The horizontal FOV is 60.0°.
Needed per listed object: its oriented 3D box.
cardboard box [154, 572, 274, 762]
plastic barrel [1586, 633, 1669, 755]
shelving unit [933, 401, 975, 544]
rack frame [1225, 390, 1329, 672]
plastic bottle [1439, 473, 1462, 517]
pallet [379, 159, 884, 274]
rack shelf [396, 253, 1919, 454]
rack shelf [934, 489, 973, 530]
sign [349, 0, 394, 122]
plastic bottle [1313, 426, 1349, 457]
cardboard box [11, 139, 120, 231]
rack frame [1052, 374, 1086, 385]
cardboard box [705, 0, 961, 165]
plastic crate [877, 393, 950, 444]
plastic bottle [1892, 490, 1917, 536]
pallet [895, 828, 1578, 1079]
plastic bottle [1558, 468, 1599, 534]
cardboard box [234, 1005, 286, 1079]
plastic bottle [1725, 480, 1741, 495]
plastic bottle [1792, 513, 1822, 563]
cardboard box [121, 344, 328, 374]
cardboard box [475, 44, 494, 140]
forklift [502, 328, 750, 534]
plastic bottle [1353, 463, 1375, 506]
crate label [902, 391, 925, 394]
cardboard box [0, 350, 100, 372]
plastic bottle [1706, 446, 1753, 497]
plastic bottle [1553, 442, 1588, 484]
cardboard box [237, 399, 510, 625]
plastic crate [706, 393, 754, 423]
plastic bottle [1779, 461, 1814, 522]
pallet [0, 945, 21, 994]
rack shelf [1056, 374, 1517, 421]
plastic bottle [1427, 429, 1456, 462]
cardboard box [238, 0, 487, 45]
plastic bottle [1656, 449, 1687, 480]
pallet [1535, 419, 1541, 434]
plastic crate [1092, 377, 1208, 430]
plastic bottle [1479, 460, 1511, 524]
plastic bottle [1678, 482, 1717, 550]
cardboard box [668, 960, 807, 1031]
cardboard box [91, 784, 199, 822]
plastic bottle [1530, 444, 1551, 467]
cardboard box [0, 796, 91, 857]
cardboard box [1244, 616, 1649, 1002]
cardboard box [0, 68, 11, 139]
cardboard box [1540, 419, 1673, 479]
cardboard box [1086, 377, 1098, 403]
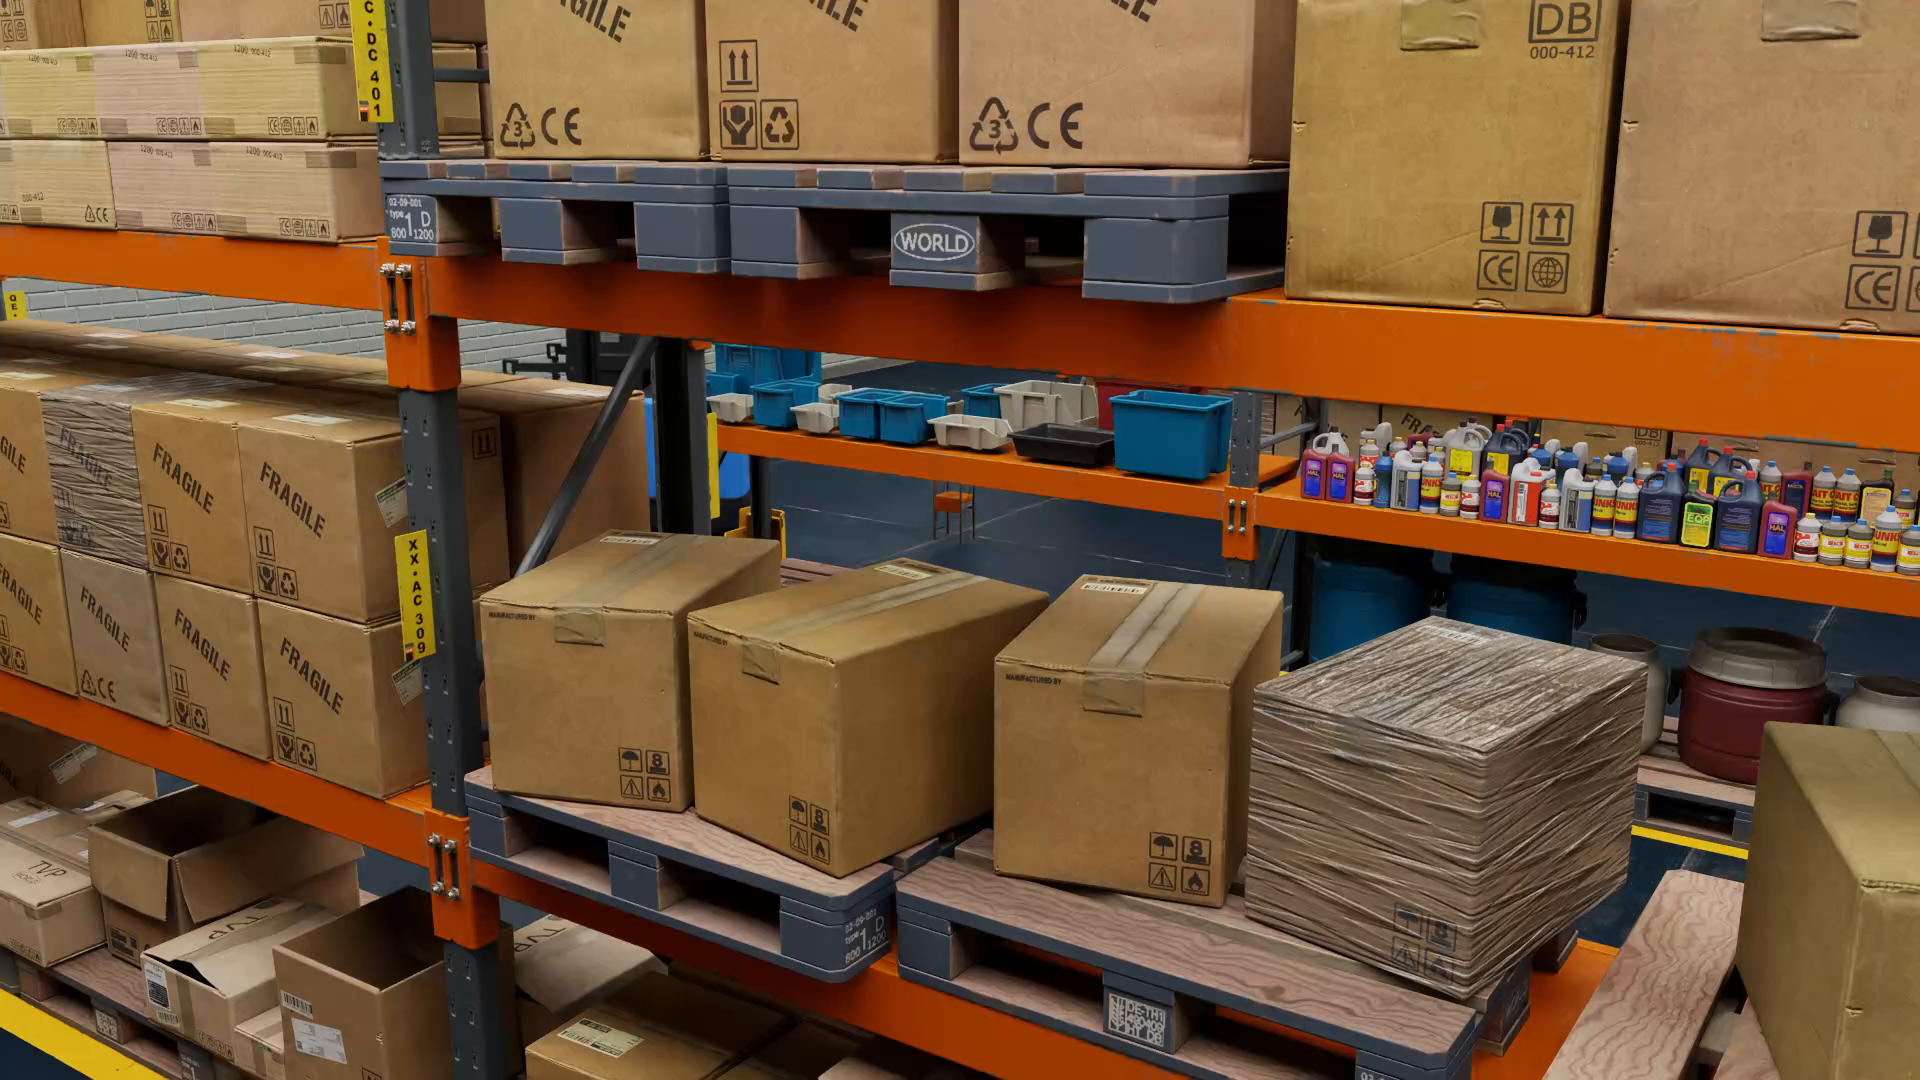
[{"bbox_3d":[-2.065,0.319,5.085,0.500,0.500,0.500,10,17,34],"label":"cardboard box"},{"bbox_3d":[3.137,0.734,7.921,0.421,0.512,0.421,0,14,0],"label":"plastic barrel"},{"bbox_3d":[-0.044,-0.517,12.726,0.252,1.050,0.215,9,17,33],"label":"shelving unit"},{"bbox_3d":[1.689,-0.535,8.742,0.127,3.000,1.000,9,17,33],"label":"rack frame"},{"bbox_3d":[2.326,-0.217,7.873,0.097,0.201,0.097,0,14,0],"label":"plastic bottle"},{"bbox_3d":[-0.577,-0.811,4.007,1.003,0.211,1.213,9,17,33],"label":"pallet"},{"bbox_3d":[0.581,-0.387,3.397,4.000,0.370,1.077,9,17,33],"label":"rack shelf"},{"bbox_3d":[-0.044,-0.237,12.795,0.240,0.259,0.215,9,17,33],"label":"rack shelf"},{"bbox_3d":[-1.375,-1.146,3.891,0.005,0.325,0.100,9,17,33],"label":"sign"},{"bbox_3d":[1.834,-0.394,8.275,0.185,0.351,0.144,9,17,33],"label":"plastic bottle"},{"bbox_3d":[-2.459,-1.078,5.005,0.500,0.250,0.500,9,17,33],"label":"cardboard box"},{"bbox_3d":[1.134,-2.059,14.899,0.127,3.000,1.000,9,17,33],"label":"rack frame"},{"bbox_3d":[-0.135,-1.138,3.644,0.600,0.600,0.600,9,16,32],"label":"cardboard box"},{"bbox_3d":[-0.268,-0.704,9.647,0.300,0.233,0.416,9,17,33],"label":"plastic crate"},{"bbox_3d":[4.254,-0.126,7.502,0.097,0.201,0.097,0,14,0],"label":"plastic bottle"},{"bbox_3d":[0.624,0.822,3.660,1.213,0.211,1.003,9,17,33],"label":"pallet"},{"bbox_3d":[2.821,-0.182,7.572,0.135,0.276,0.152,9,17,33],"label":"plastic bottle"},{"bbox_3d":[-2.054,1.564,5.279,0.250,0.149,0.380,9,17,33],"label":"cardboard box"},{"bbox_3d":[3.413,-0.118,7.300,0.133,0.283,0.061,9,17,33],"label":"plastic bottle"},{"bbox_3d":[3.592,-0.013,7.046,0.097,0.201,0.097,0,14,0],"label":"plastic bottle"},{"bbox_3d":[-2.596,-0.408,5.941,0.500,0.500,0.500,10,17,35],"label":"cardboard box"},{"bbox_3d":[-1.344,-1.289,4.816,0.500,0.250,0.500,9,17,33],"label":"cardboard box"},{"bbox_3d":[-3.135,-1.599,13.183,3.031,2.935,1.130,1,14,6],"label":"forklift"},{"bbox_3d":[1.972,-0.275,8.104,0.097,0.201,0.097,0,14,0],"label":"plastic bottle"},{"bbox_3d":[-0.375,-0.825,10.338,0.243,0.136,0.396,9,17,33],"label":"crate label"},{"bbox_3d":[-3.326,-0.369,5.784,0.500,0.500,0.500,9,17,34],"label":"cardboard box"},{"bbox_3d":[3.575,-0.257,7.722,0.185,0.351,0.144,9,17,33],"label":"plastic bottle"},{"bbox_3d":[3.030,-0.352,8.260,0.135,0.276,0.152,9,17,33],"label":"plastic bottle"},{"bbox_3d":[-1.643,-0.098,4.688,0.500,0.500,0.500,9,17,33],"label":"cardboard box"},{"bbox_3d":[-1.389,-0.814,10.294,0.298,0.136,0.250,9,17,33],"label":"plastic crate"},{"bbox_3d":[3.896,-0.229,7.747,0.133,0.283,0.061,9,17,33],"label":"plastic bottle"},{"bbox_3d":[-3.673,1.386,6.784,1.213,0.211,1.003,9,17,33],"label":"pallet"},{"bbox_3d":[2.794,-1.442,13.902,4.000,0.370,1.077,9,17,33],"label":"rack shelf"},{"bbox_3d":[2.499,-0.437,8.606,0.135,0.276,0.152,9,17,33],"label":"plastic bottle"},{"bbox_3d":[-1.504,-1.595,4.495,0.500,0.500,0.700,9,17,33],"label":"cardboard box"},{"bbox_3d":[3.439,-0.302,8.045,0.133,0.283,0.061,9,17,33],"label":"plastic bottle"},{"bbox_3d":[6.728,-1.227,17.342,1.213,0.211,1.003,9,17,33],"label":"pallet"},{"bbox_3d":[1.088,-0.765,9.413,0.583,0.464,0.402,9,17,33],"label":"plastic crate"},{"bbox_3d":[2.492,-0.225,7.733,0.133,0.283,0.061,9,17,33],"label":"plastic bottle"},{"bbox_3d":[3.222,-0.107,7.256,0.133,0.283,0.061,9,17,33],"label":"plastic bottle"},{"bbox_3d":[-0.509,1.461,4.966,0.500,0.500,0.500,9,17,33],"label":"cardboard box"},{"bbox_3d":[-3.038,1.194,6.564,0.500,0.250,0.500,9,17,33],"label":"cardboard box"},{"bbox_3d":[2.864,-0.340,8.223,0.097,0.271,0.097,0,14,0],"label":"plastic bottle"},{"bbox_3d":[-3.690,1.233,6.405,0.500,0.250,0.500,9,17,33],"label":"cardboard box"},{"bbox_3d":[1.003,0.513,3.425,0.500,0.500,0.700,13,19,43],"label":"cardboard box"},{"bbox_3d":[-2.875,-1.387,5.215,0.500,0.250,0.500,9,17,33],"label":"cardboard box"},{"bbox_3d":[4.995,-0.613,12.606,0.875,0.875,1.225,9,17,33],"label":"cardboard box"},{"bbox_3d":[1.710,-1.162,14.821,0.875,0.875,0.875,9,17,33],"label":"cardboard box"}]
